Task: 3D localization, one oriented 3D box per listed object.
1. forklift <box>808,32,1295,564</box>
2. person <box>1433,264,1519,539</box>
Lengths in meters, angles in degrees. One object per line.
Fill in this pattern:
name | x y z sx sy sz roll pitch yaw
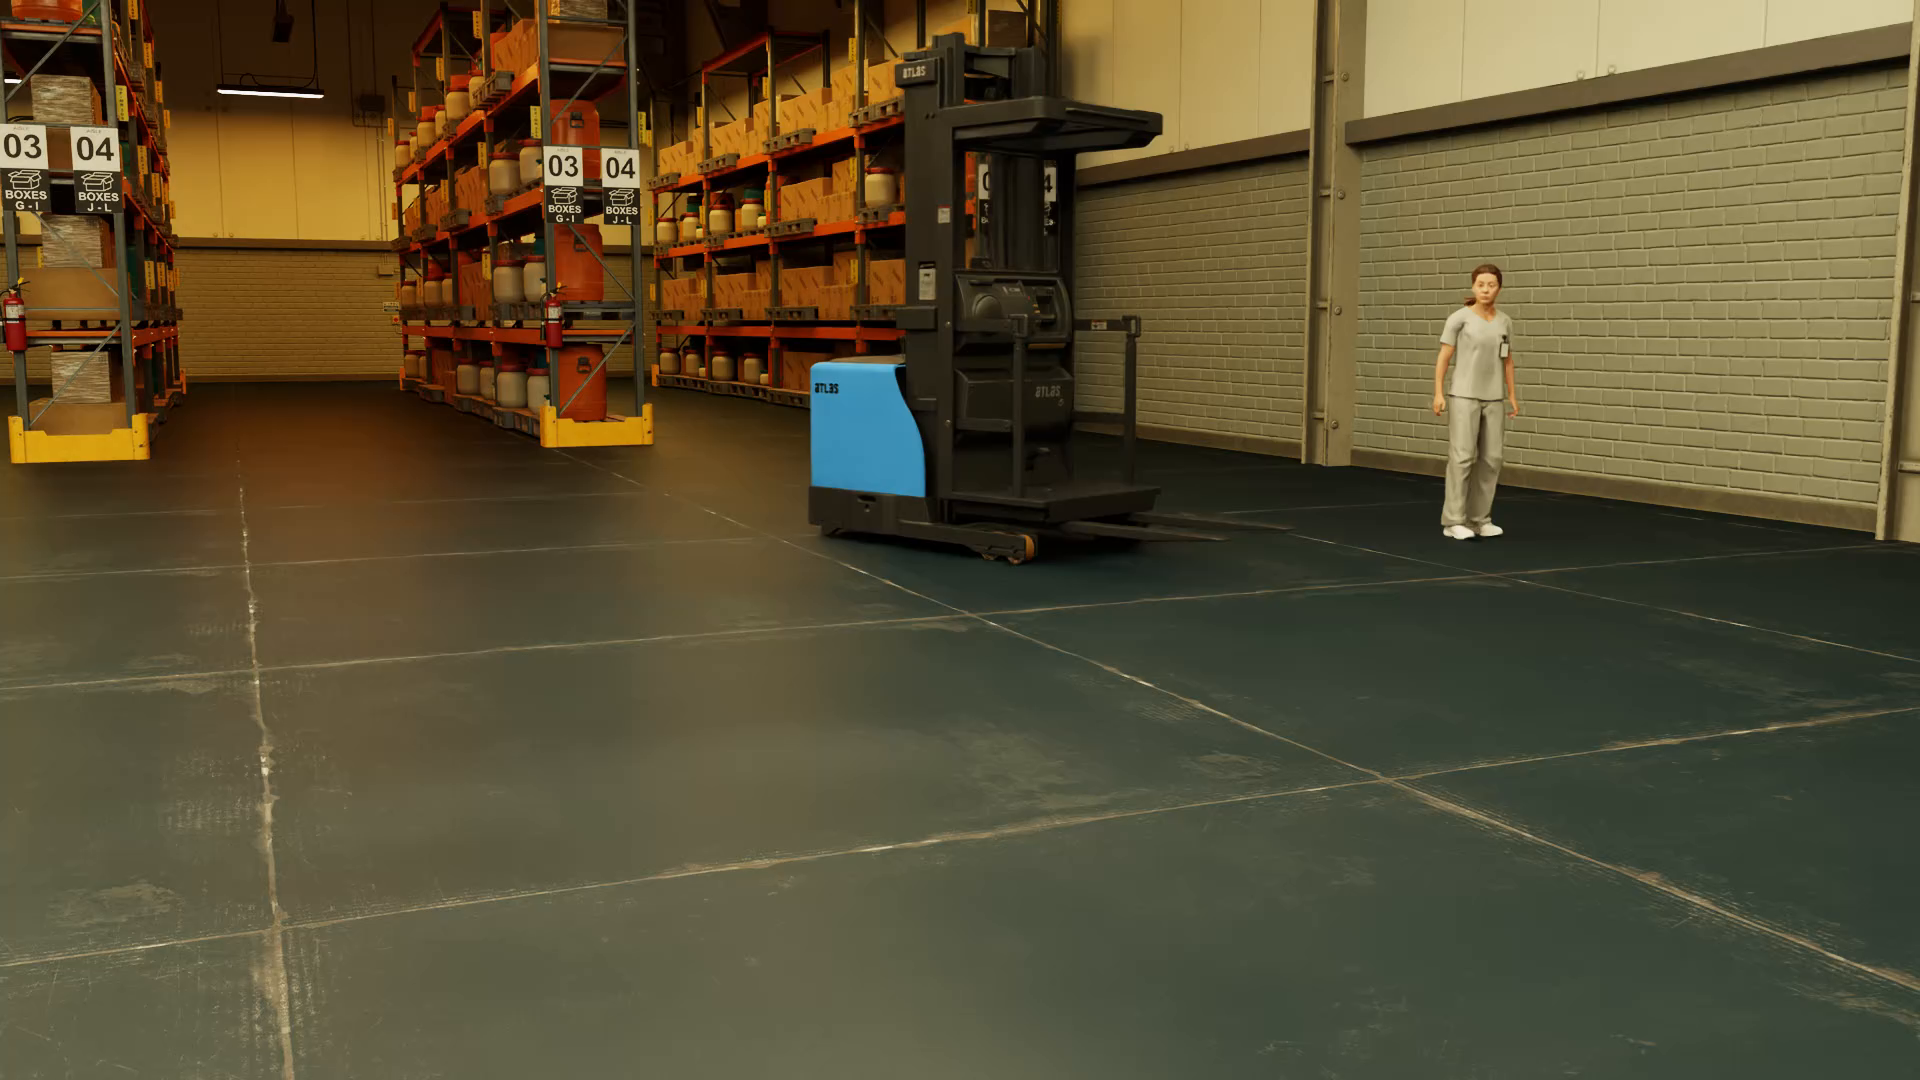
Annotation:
forklift | 0.470 -1.399 9.548 3.031 2.935 1.130 7 10 43
person | 3.188 -0.852 10.226 0.559 1.671 0.410 -2 8 -13
